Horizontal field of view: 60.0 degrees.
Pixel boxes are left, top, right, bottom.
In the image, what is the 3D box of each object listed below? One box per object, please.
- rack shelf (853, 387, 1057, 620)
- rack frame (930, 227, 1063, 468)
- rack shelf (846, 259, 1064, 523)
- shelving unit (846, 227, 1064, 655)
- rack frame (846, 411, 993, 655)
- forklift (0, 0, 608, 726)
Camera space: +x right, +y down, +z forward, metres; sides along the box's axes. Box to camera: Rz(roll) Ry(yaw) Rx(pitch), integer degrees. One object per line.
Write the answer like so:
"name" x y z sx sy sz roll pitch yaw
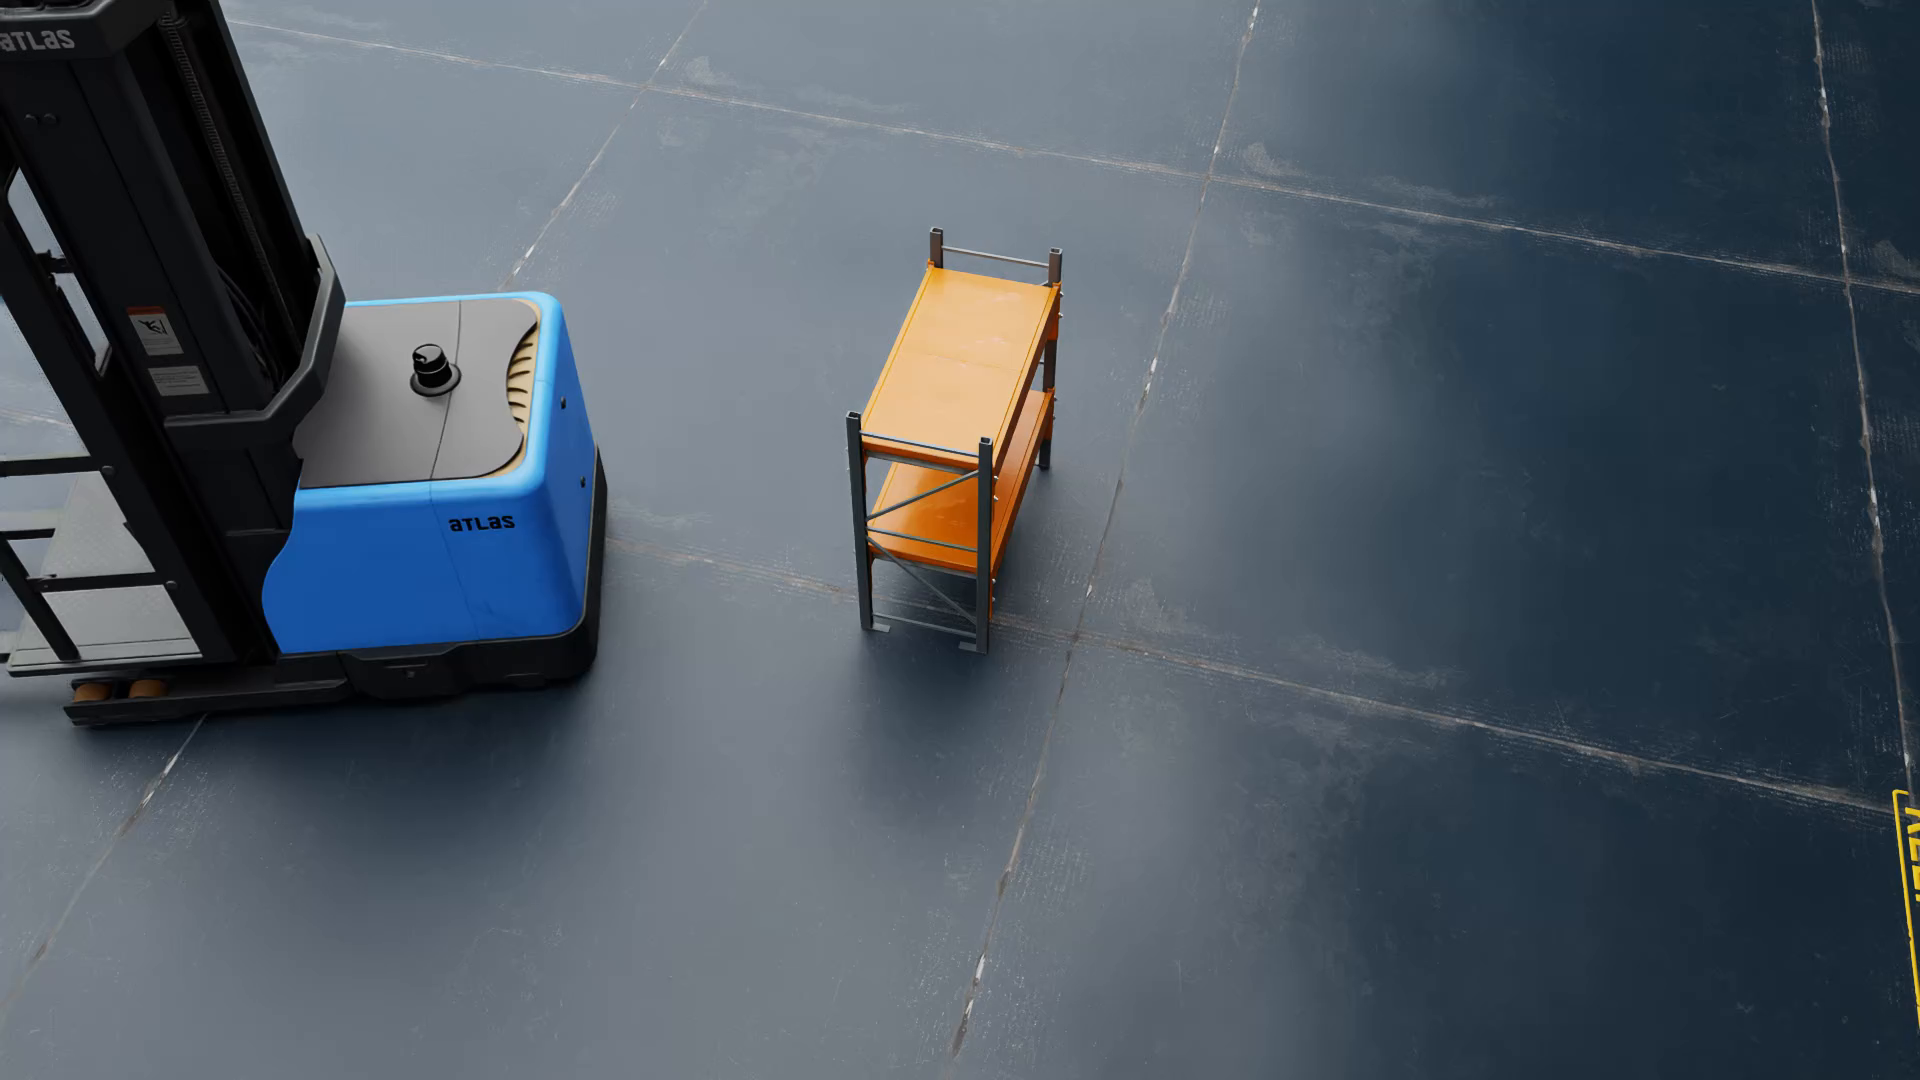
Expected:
"rack shelf" -0.002 -0.206 6.426 0.538 0.278 1.000 12 50 10
"rack frame" 0.132 -0.735 6.567 0.500 1.125 0.032 12 50 10
"rack shelf" -0.002 -0.561 6.023 0.538 0.278 1.000 12 50 10
"shelving unit" -0.002 -0.367 6.243 0.538 1.125 1.048 12 50 10
"rack frame" -0.136 0.000 5.918 0.500 1.125 0.032 12 50 10
"forklift" -2.902 -0.712 5.342 3.031 2.935 1.130 -4 49 -3
